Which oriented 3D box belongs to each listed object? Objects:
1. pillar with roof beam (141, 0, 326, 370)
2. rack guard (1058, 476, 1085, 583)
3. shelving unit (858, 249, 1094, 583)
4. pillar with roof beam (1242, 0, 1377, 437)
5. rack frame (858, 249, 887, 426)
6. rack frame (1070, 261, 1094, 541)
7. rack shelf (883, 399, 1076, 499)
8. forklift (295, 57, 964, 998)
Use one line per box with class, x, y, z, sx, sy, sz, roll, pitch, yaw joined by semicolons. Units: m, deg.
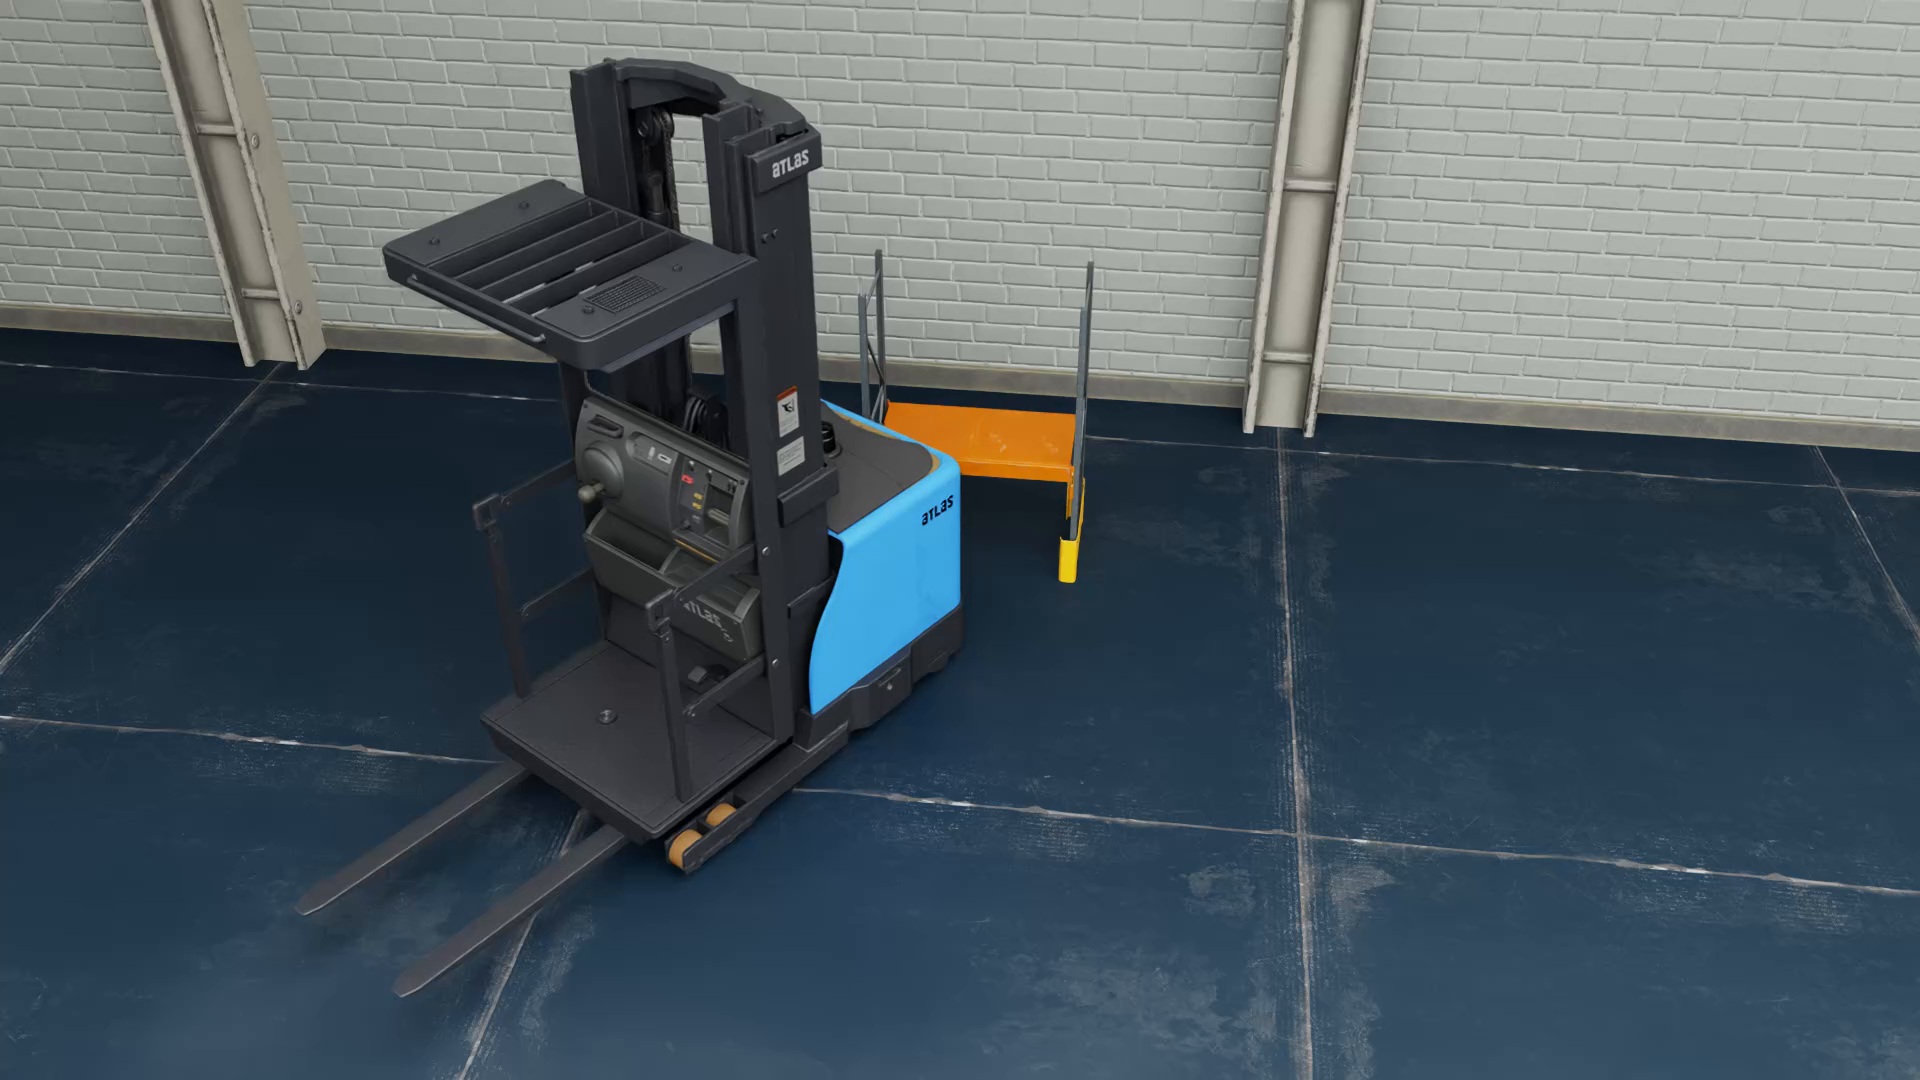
pillar with roof beam;-4.673;-2.312;4.100;0.400;9.000;9.100;4;36;6
rack guard;0.570;-0.059;8.475;0.087;0.250;0.587;4;36;6
shelving unit;0.076;-0.605;8.163;1.083;1.500;0.587;4;36;6
pillar with roof beam;1.279;-1.868;3.478;0.400;9.000;9.100;4;36;6
rack frame;-0.420;-0.642;8.215;0.032;1.500;0.500;4;36;6
rack frame;0.589;-0.567;8.110;0.032;1.500;0.500;4;36;6
rack shelf;0.085;-0.458;8.267;1.000;0.185;0.538;4;36;6
forklift;-1.302;-0.182;6.340;1.130;2.935;3.031;25;43;31
